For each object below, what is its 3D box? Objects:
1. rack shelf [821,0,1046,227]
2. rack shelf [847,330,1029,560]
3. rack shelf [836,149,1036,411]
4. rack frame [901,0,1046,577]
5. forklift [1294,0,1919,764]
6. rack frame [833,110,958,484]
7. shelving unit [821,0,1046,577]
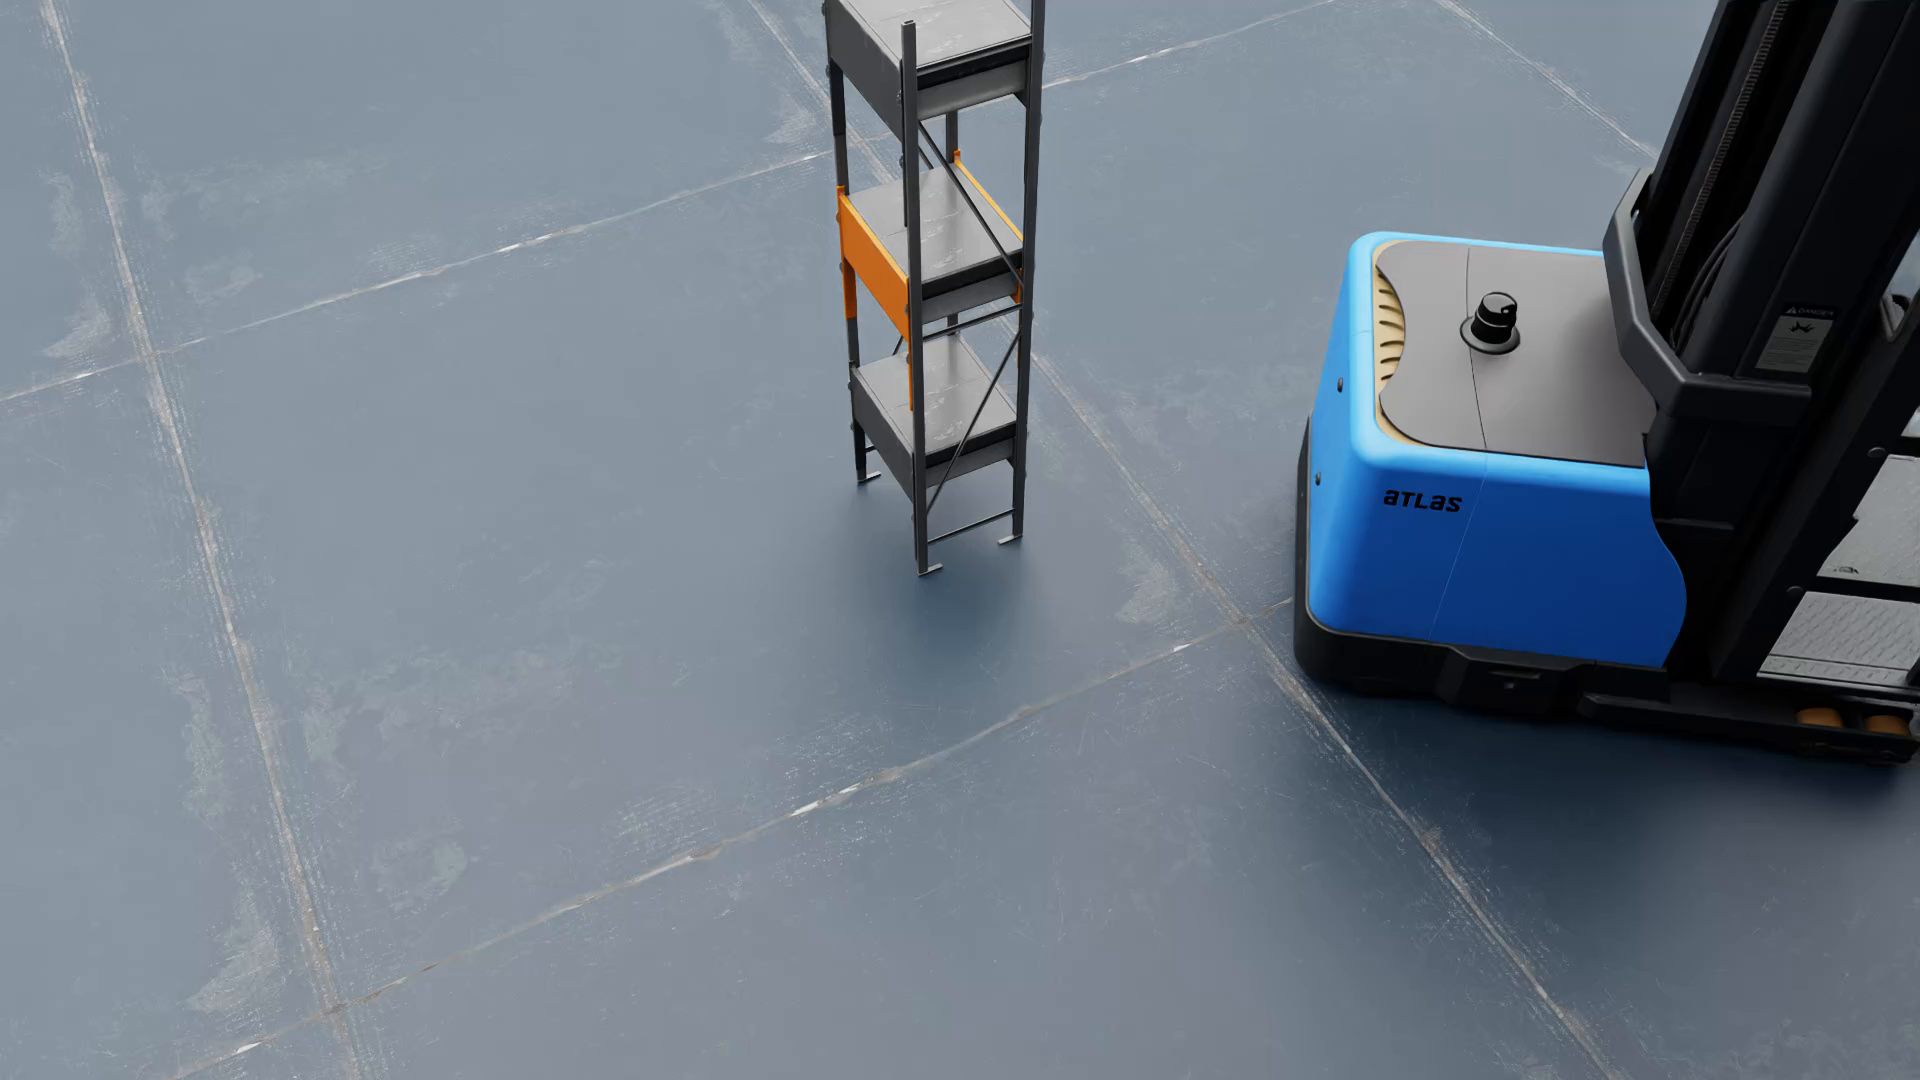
[{"bbox_3d":[-0.076,-1.254,4.540,0.431,0.518,0.480,-21,52,-18],"label":"rack shelf"},{"bbox_3d":[-0.076,-0.332,5.594,0.431,0.518,0.480,-21,52,-18],"label":"rack shelf"},{"bbox_3d":[-0.076,-0.793,5.067,0.431,0.518,0.480,-21,52,-18],"label":"rack shelf"},{"bbox_3d":[0.036,-0.639,4.914,0.400,2.100,0.015,-21,52,-18],"label":"rack frame"},{"bbox_3d":[2.633,-0.705,4.419,3.031,2.935,1.130,6,49,6],"label":"forklift"},{"bbox_3d":[-0.187,-0.965,5.199,0.400,2.100,0.015,-21,52,-18],"label":"rack frame"},{"bbox_3d":[-0.076,-0.802,5.057,0.431,2.100,0.503,-21,52,-18],"label":"shelving unit"}]
